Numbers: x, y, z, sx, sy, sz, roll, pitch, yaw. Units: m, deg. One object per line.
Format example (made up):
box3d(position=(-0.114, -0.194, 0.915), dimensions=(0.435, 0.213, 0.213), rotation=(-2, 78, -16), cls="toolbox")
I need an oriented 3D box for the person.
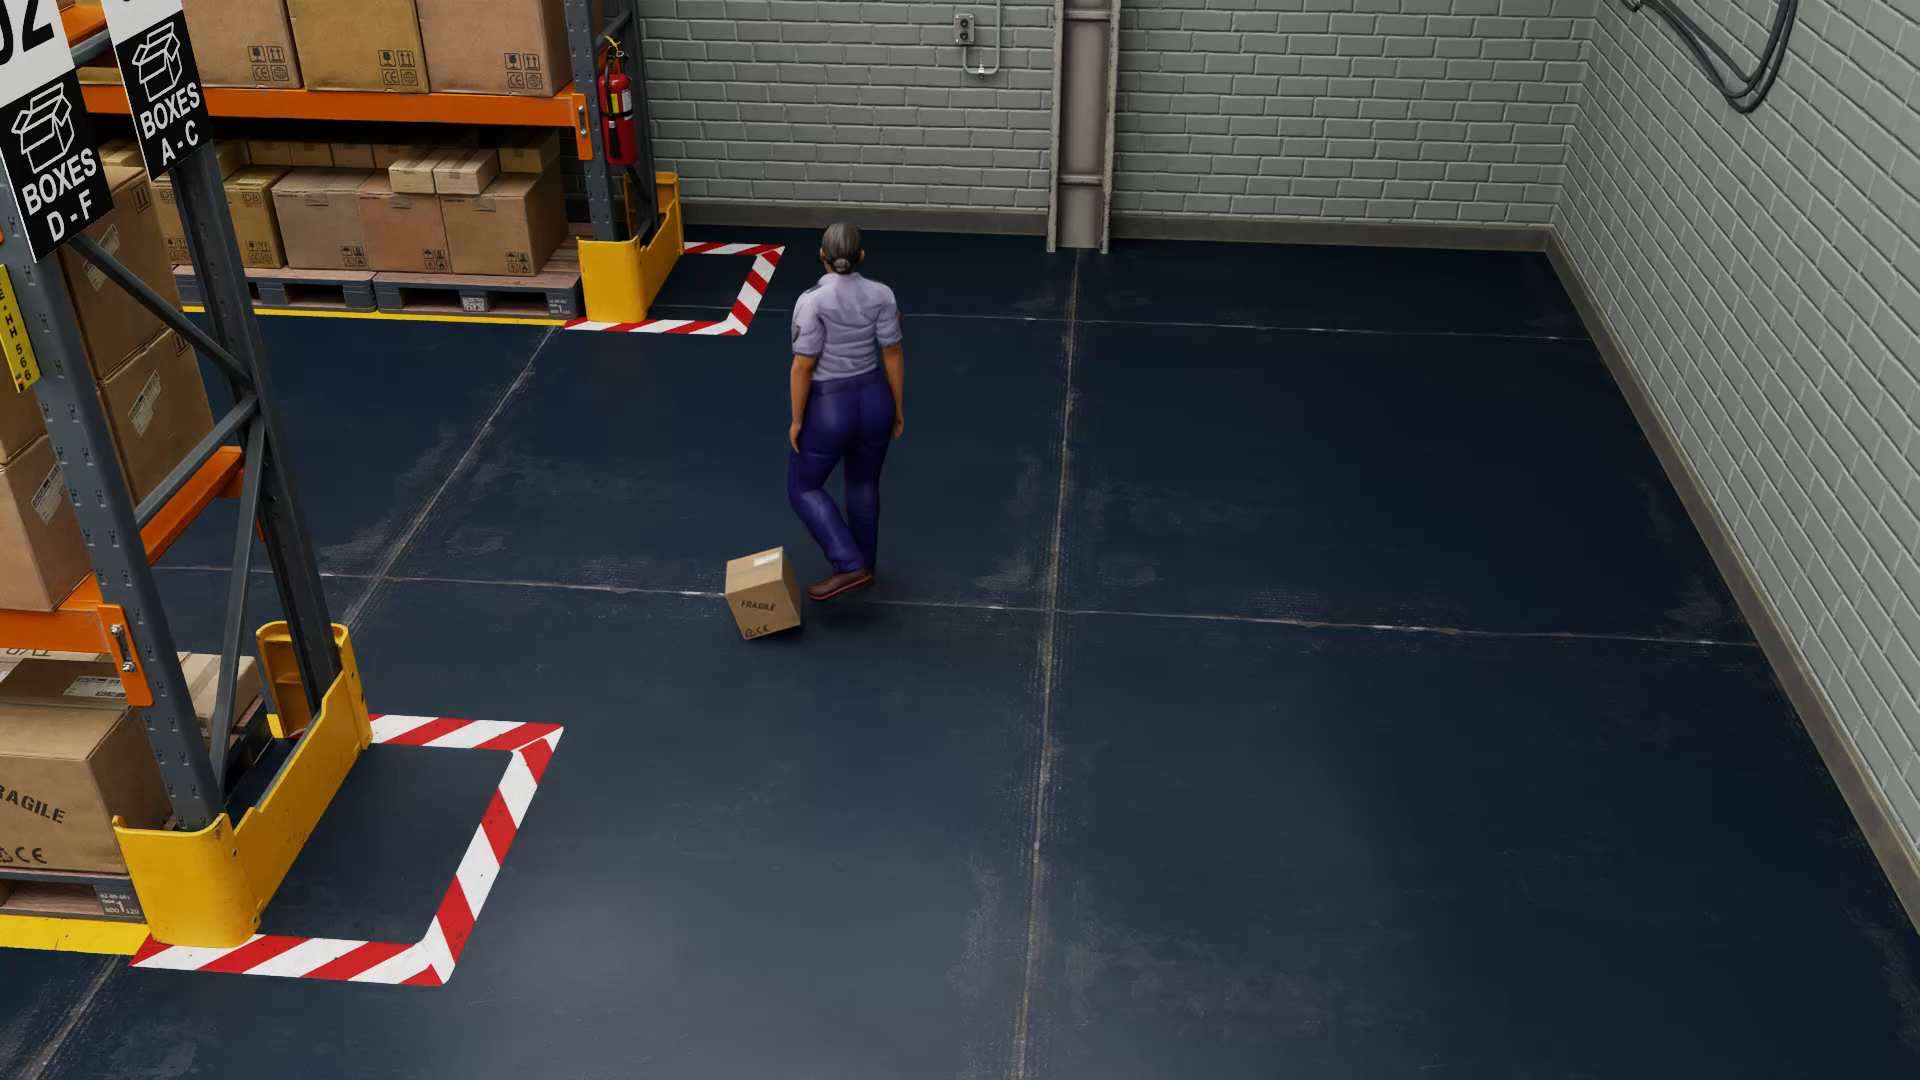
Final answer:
box3d(position=(-0.462, -0.494, 6.939), dimensions=(0.562, 1.642, 0.542), rotation=(-17, 36, -25), cls="person")
